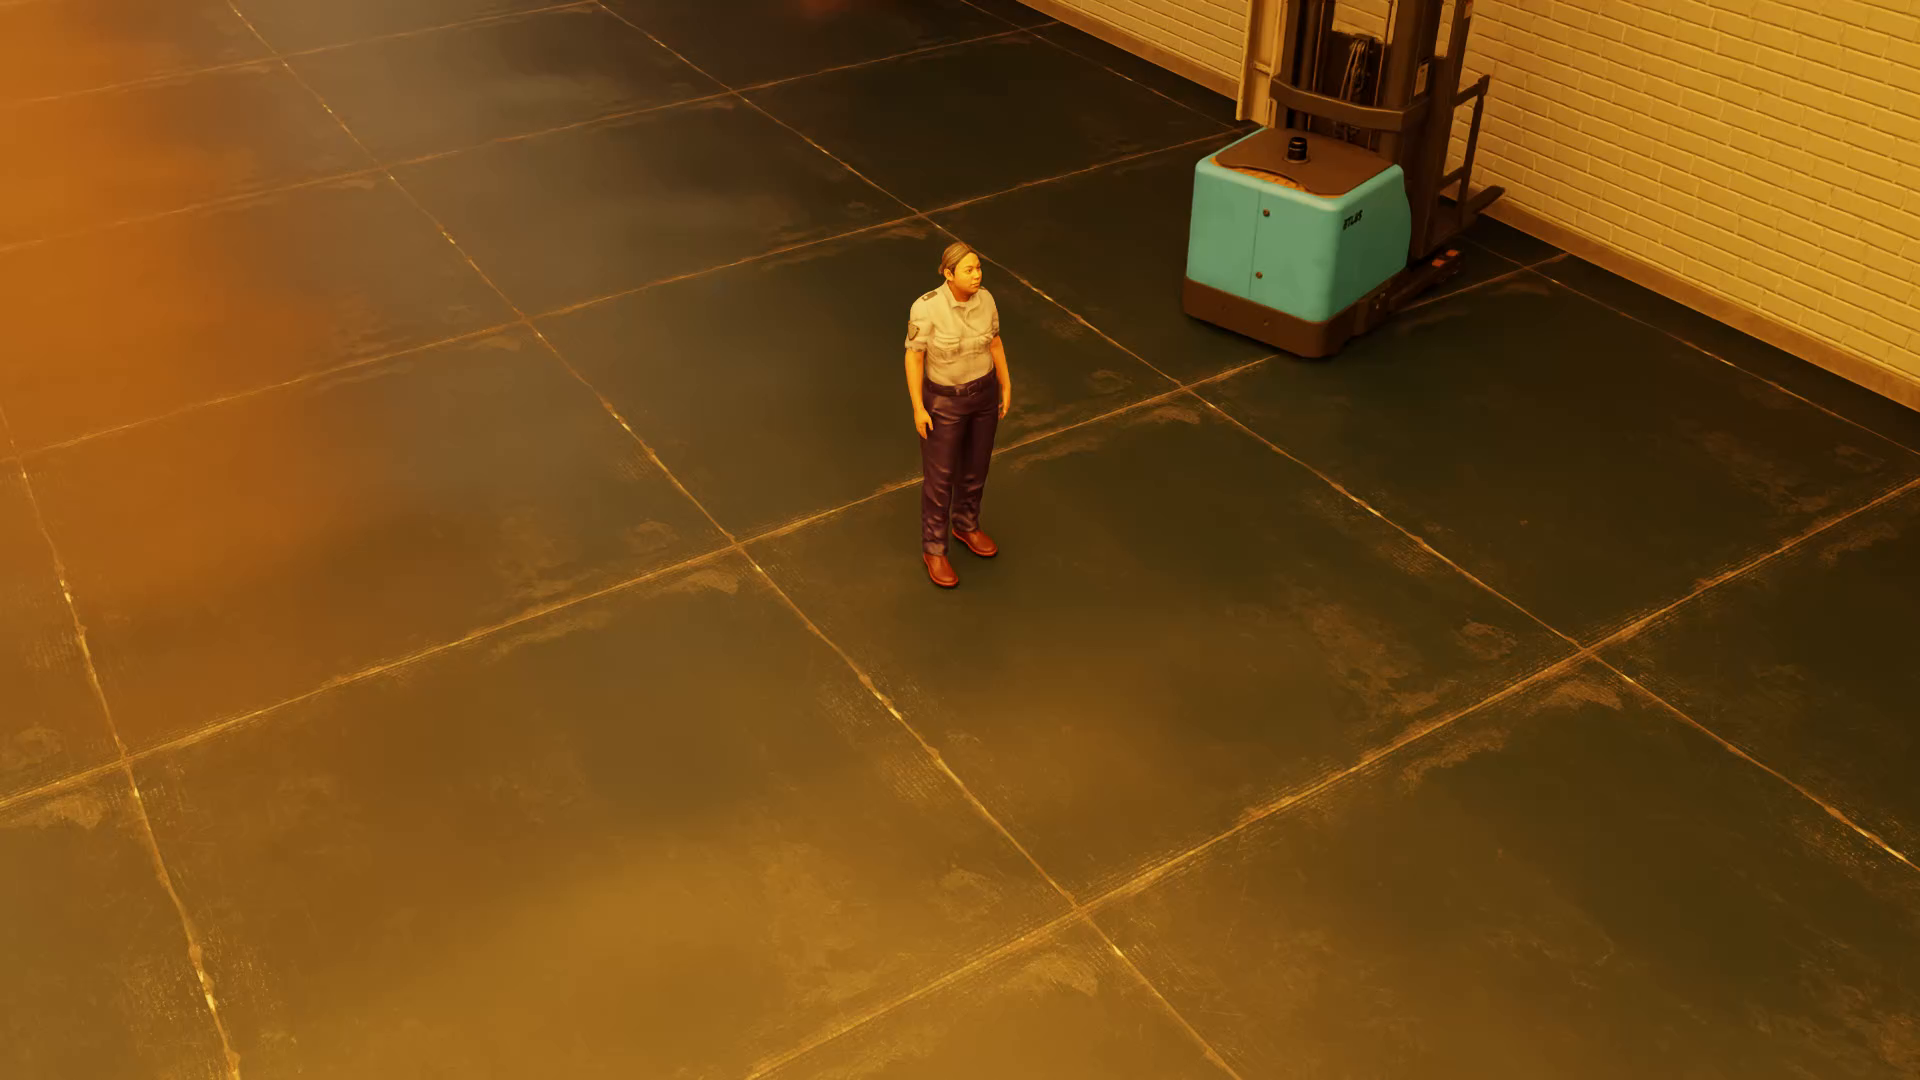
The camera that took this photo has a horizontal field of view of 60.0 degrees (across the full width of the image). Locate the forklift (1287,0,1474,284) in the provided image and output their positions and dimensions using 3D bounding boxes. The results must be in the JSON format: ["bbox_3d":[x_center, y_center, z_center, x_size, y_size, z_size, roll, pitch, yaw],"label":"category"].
[{"bbox_3d":[2.767,-3.079,10.529,1.121,2.935,3.031,26,43,32],"label":"forklift"}]

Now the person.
[{"bbox_3d":[0.029,-0.631,8.147,0.598,1.651,0.503,-21,40,-27],"label":"person"}]
